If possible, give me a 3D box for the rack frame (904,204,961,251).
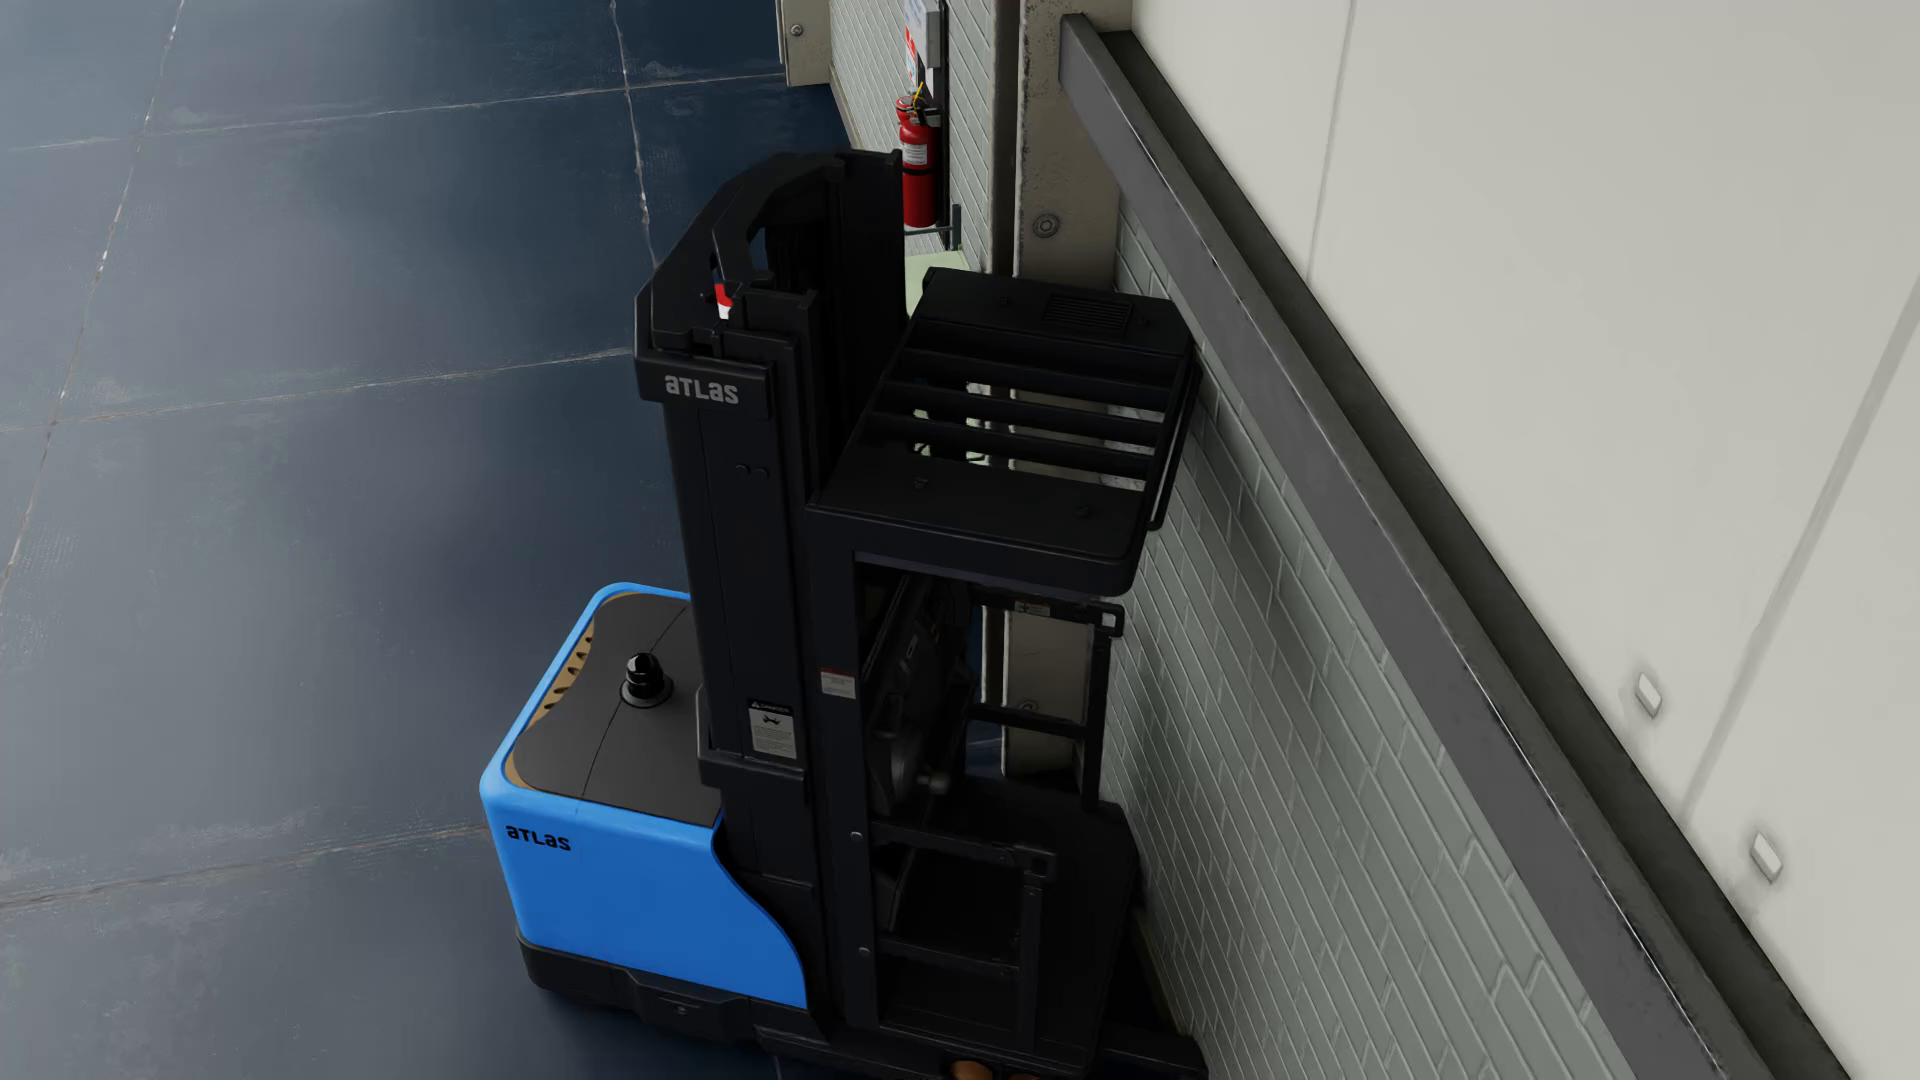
[{"bbox_3d":[-0.192,-0.784,7.285,0.400,1.500,0.023,-9,42,-10],"label":"rack frame"}]

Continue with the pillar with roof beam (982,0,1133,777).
[{"bbox_3d":[-3.924,-1.972,2.975,9.100,9.000,0.400,-8,42,-9],"label":"pillar with roof beam"}]

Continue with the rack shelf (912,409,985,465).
[{"bbox_3d":[-0.110,-0.304,7.235,0.431,0.370,0.720,-9,42,-10],"label":"rack shelf"}]

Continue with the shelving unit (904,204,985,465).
[{"bbox_3d":[-0.110,-0.547,7.018,0.431,1.500,0.755,-9,42,-10],"label":"shelving unit"}]

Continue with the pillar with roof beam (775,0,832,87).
[{"bbox_3d":[-5.219,-5.862,7.357,9.100,9.000,0.400,-8,42,-9],"label":"pillar with roof beam"}]

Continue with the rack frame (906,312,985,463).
[{"bbox_3d":[-0.028,-0.310,6.752,0.400,1.500,0.023,-9,42,-10],"label":"rack frame"}]

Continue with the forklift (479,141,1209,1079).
[{"bbox_3d":[0.076,0.398,4.875,3.031,2.935,1.130,10,43,11],"label":"forklift"}]

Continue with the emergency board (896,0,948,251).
[{"bbox_3d":[-0.216,-1.953,7.472,0.194,1.169,0.643,-8,42,-9],"label":"emergency board"}]

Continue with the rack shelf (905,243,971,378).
[{"bbox_3d":[-0.110,-0.839,6.759,0.431,0.370,0.720,-9,42,-10],"label":"rack shelf"}]

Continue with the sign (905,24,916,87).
[{"bbox_3d":[-0.235,-2.340,7.881,0.001,0.329,0.234,-8,42,-9],"label":"sign"}]
